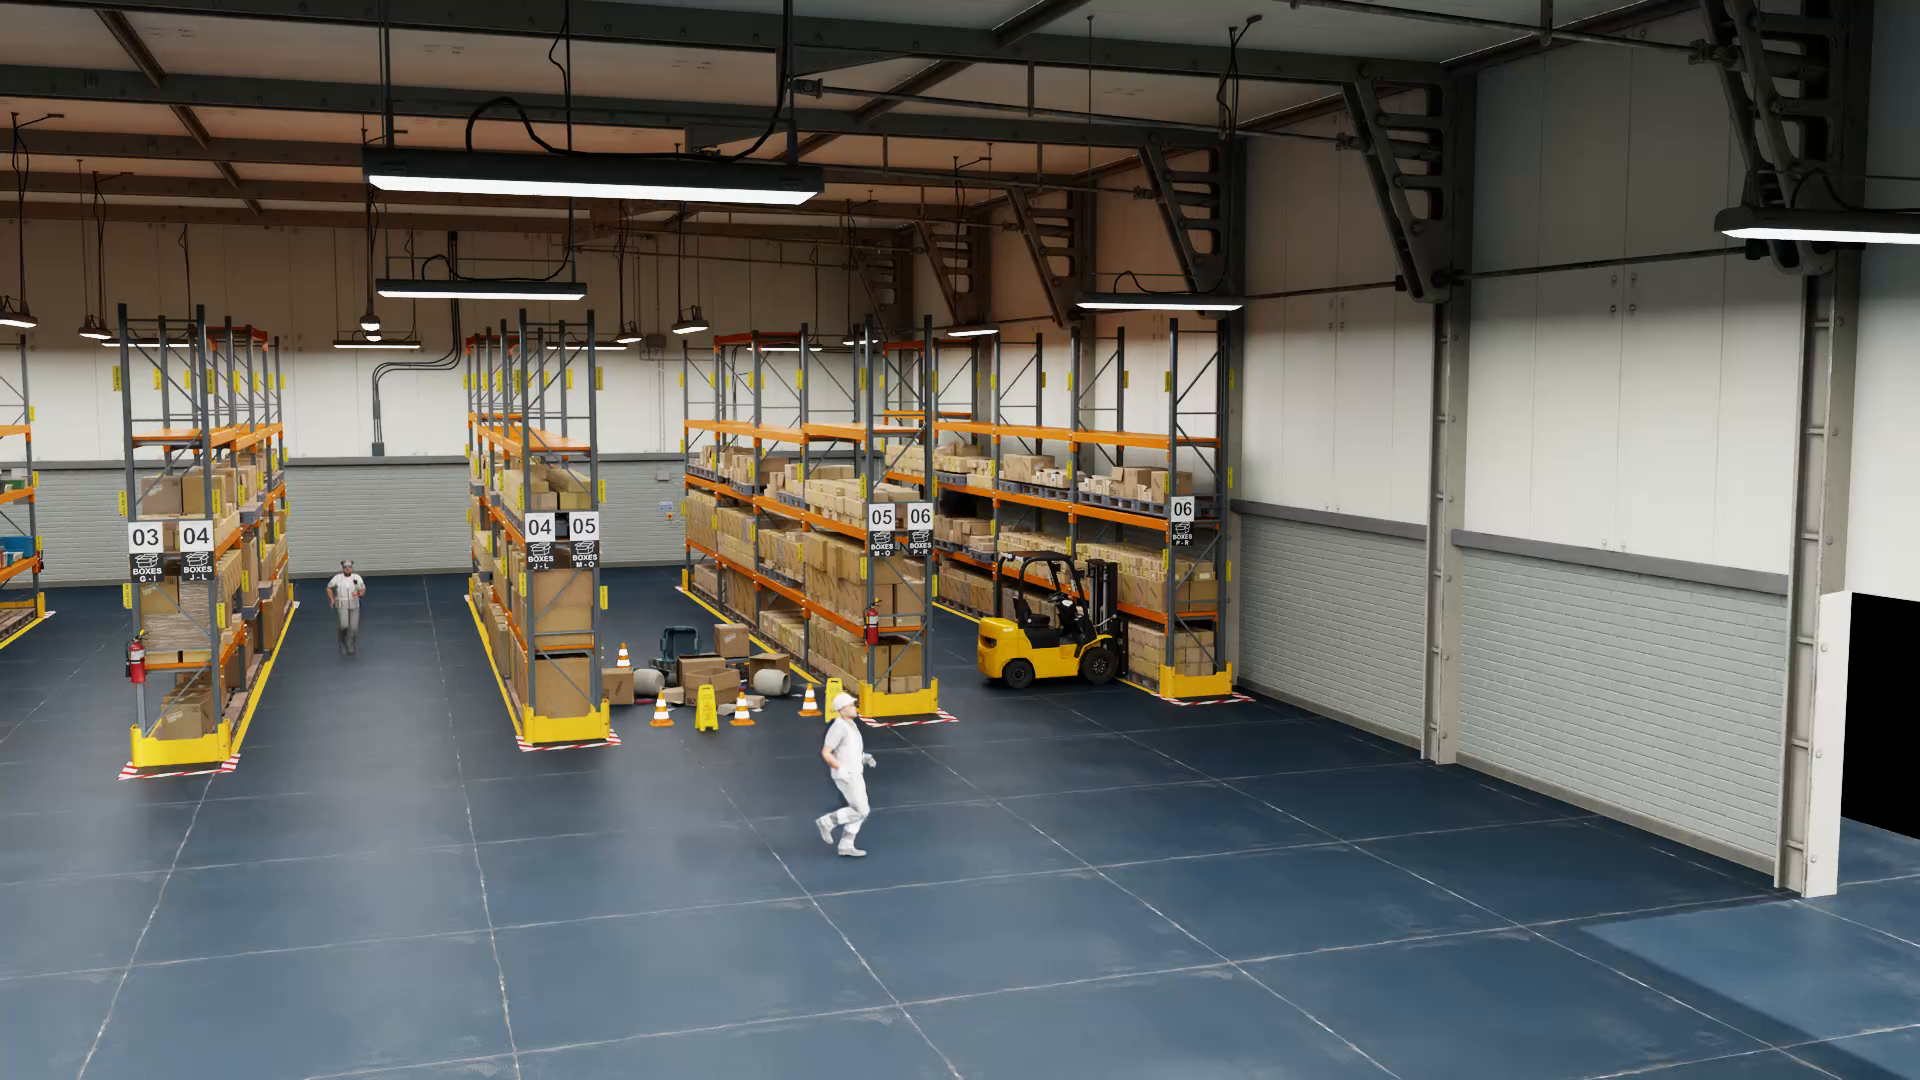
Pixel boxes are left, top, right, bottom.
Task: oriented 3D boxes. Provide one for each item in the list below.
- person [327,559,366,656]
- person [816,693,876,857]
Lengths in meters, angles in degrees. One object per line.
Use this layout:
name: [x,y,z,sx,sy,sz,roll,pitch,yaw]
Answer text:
person: [-11.223,1.236,30.495,0.637,1.770,0.685,-3,6,-28]
person: [-1.207,2.477,17.559,0.601,1.738,0.658,1,6,12]
